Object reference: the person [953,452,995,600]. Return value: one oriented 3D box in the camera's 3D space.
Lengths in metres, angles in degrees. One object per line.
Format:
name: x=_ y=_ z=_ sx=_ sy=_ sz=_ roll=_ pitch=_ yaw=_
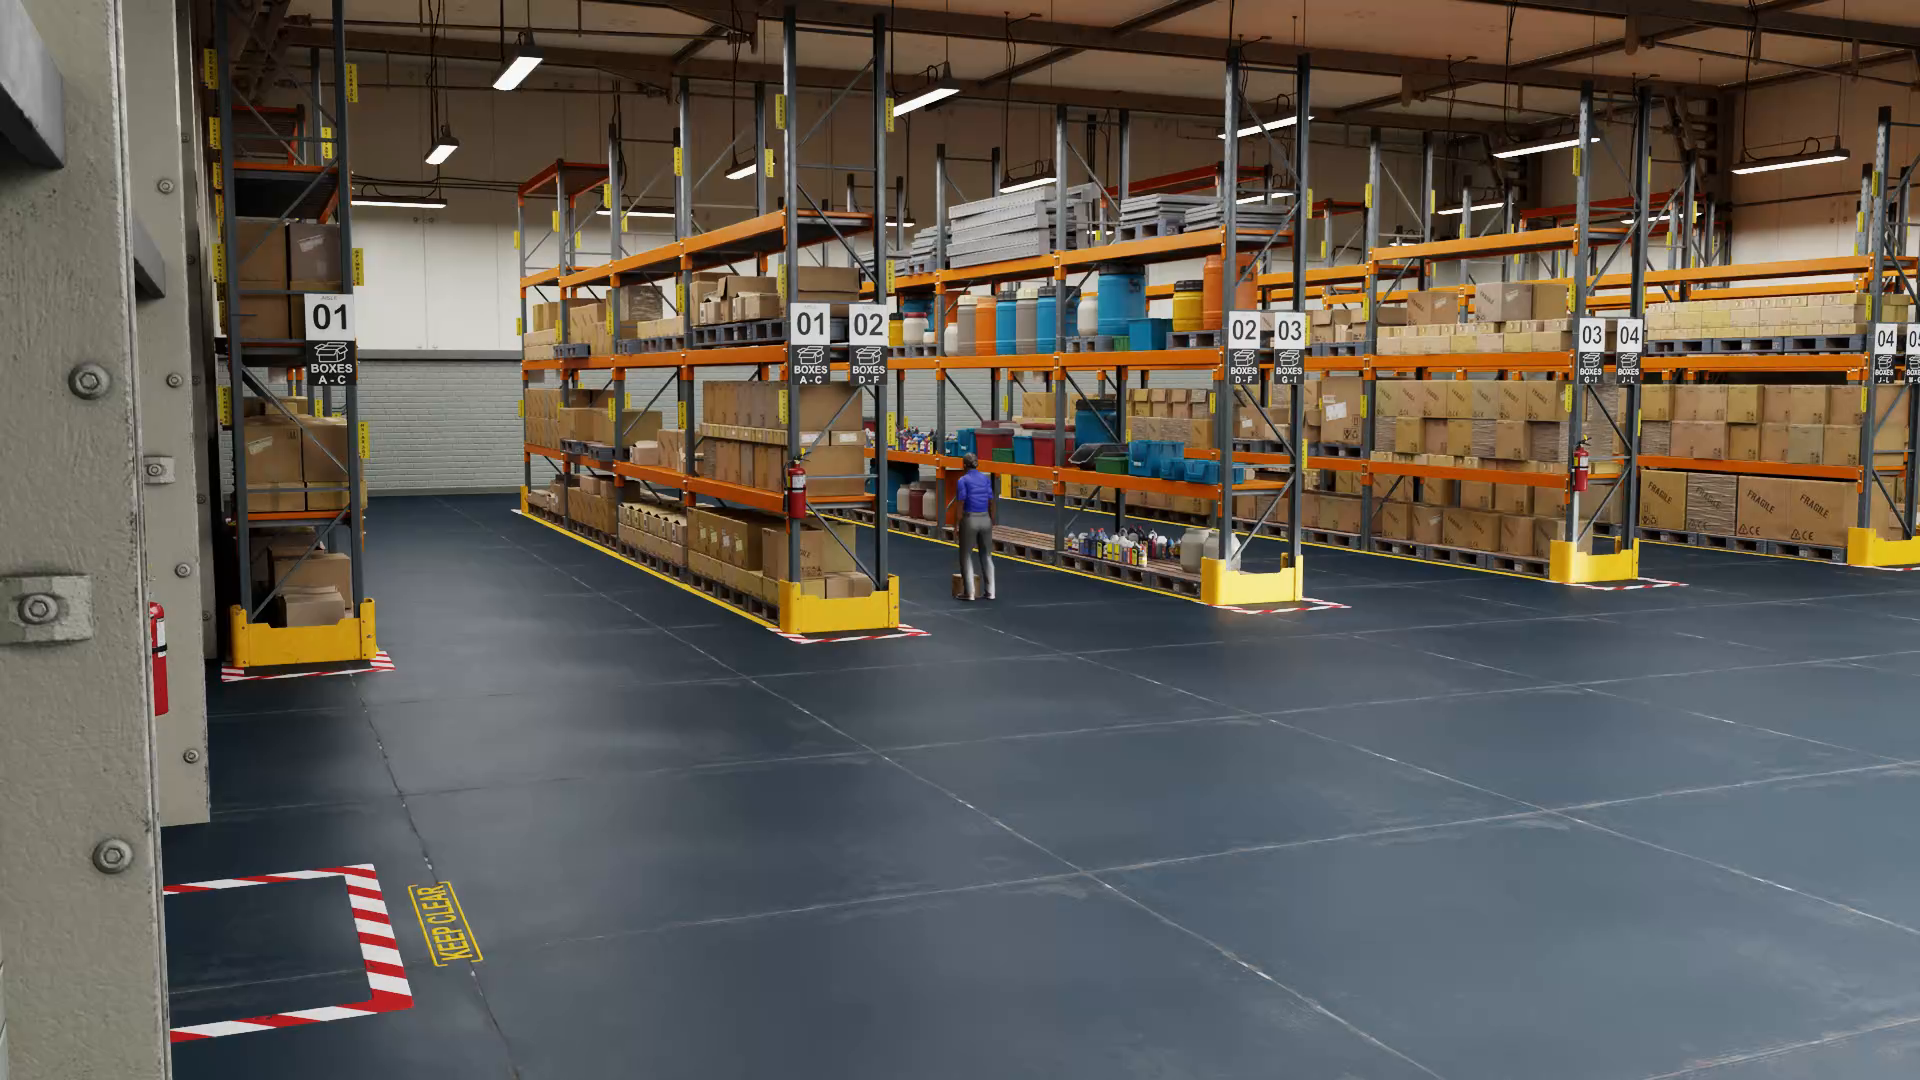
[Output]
person: x=0.169 y=-0.155 z=18.635 sx=0.532 sy=1.656 sz=0.346 roll=-3 pitch=6 yaw=-27
